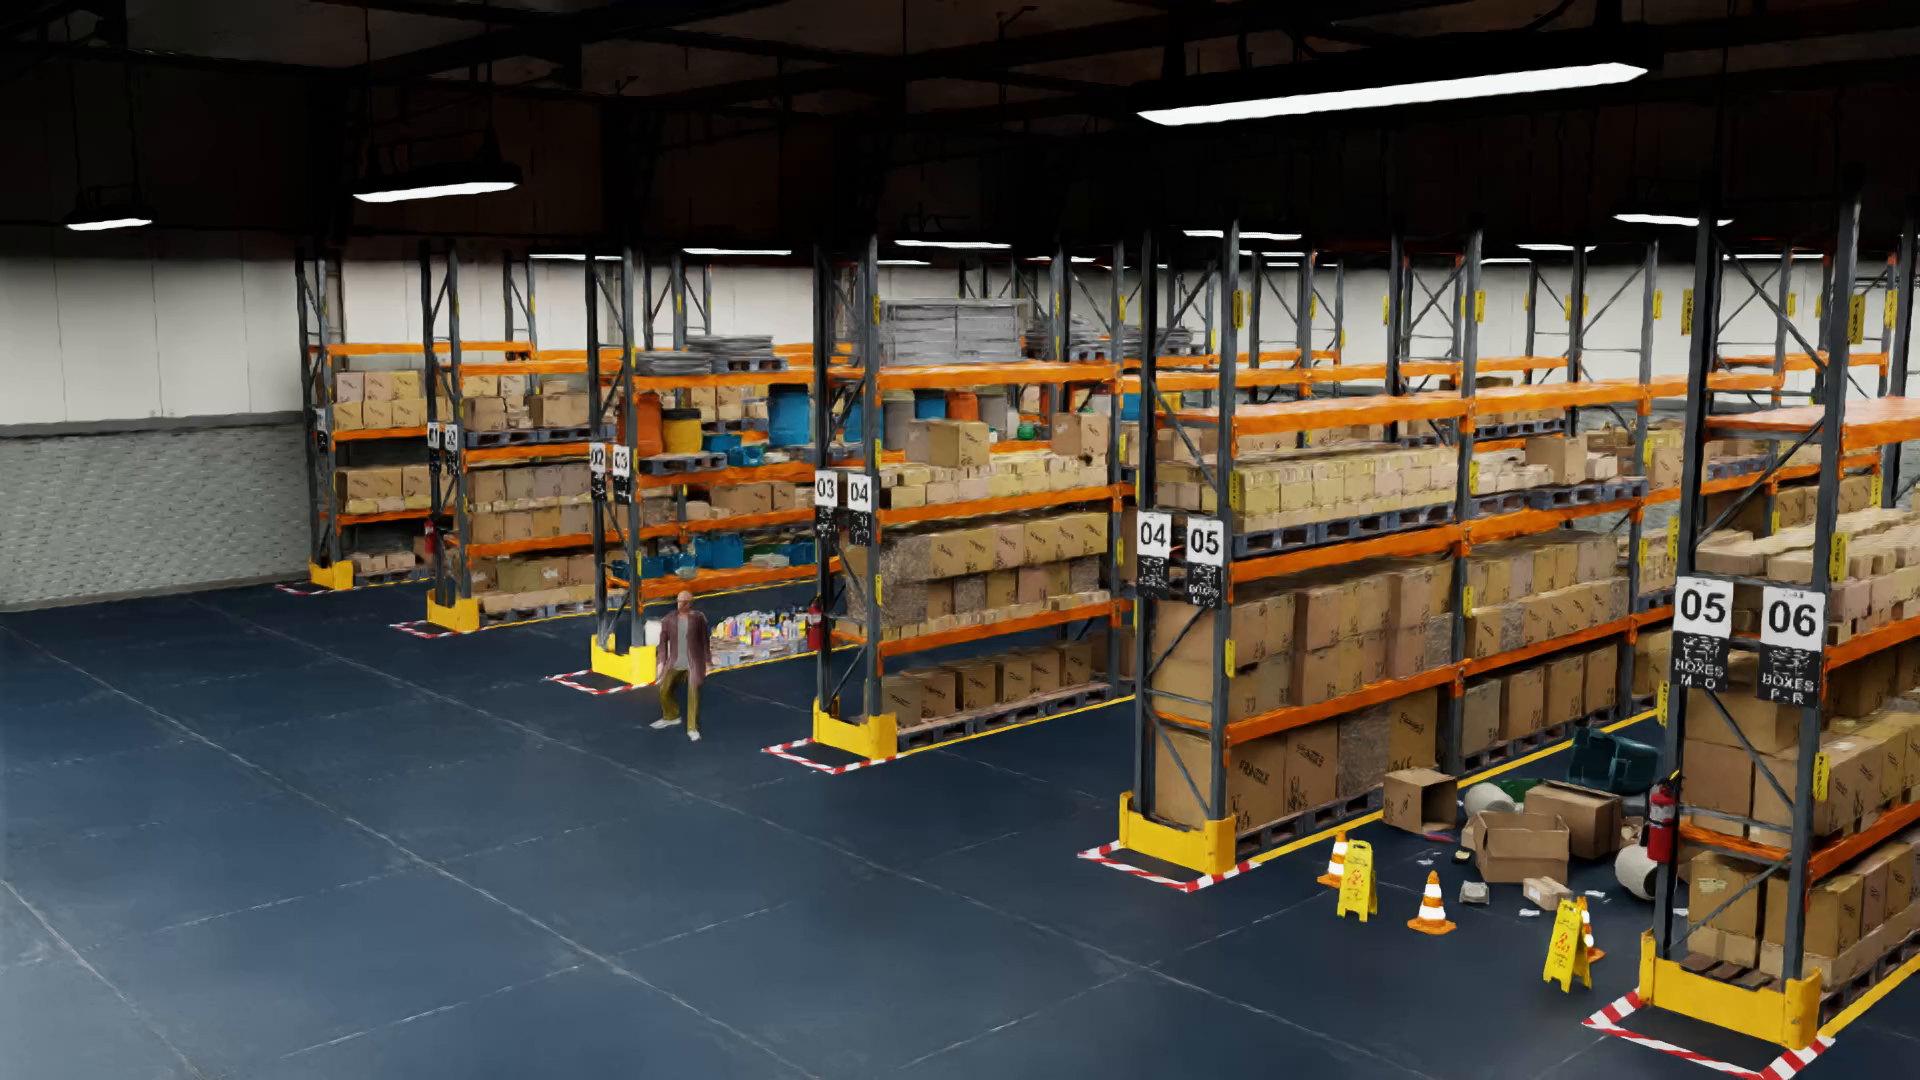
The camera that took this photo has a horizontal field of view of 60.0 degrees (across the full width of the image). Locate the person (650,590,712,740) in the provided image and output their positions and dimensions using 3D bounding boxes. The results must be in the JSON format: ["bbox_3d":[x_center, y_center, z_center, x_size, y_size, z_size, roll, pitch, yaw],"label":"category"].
[{"bbox_3d":[-3.311,1.436,19.559,0.793,1.771,0.517,1,8,7],"label":"person"}]
